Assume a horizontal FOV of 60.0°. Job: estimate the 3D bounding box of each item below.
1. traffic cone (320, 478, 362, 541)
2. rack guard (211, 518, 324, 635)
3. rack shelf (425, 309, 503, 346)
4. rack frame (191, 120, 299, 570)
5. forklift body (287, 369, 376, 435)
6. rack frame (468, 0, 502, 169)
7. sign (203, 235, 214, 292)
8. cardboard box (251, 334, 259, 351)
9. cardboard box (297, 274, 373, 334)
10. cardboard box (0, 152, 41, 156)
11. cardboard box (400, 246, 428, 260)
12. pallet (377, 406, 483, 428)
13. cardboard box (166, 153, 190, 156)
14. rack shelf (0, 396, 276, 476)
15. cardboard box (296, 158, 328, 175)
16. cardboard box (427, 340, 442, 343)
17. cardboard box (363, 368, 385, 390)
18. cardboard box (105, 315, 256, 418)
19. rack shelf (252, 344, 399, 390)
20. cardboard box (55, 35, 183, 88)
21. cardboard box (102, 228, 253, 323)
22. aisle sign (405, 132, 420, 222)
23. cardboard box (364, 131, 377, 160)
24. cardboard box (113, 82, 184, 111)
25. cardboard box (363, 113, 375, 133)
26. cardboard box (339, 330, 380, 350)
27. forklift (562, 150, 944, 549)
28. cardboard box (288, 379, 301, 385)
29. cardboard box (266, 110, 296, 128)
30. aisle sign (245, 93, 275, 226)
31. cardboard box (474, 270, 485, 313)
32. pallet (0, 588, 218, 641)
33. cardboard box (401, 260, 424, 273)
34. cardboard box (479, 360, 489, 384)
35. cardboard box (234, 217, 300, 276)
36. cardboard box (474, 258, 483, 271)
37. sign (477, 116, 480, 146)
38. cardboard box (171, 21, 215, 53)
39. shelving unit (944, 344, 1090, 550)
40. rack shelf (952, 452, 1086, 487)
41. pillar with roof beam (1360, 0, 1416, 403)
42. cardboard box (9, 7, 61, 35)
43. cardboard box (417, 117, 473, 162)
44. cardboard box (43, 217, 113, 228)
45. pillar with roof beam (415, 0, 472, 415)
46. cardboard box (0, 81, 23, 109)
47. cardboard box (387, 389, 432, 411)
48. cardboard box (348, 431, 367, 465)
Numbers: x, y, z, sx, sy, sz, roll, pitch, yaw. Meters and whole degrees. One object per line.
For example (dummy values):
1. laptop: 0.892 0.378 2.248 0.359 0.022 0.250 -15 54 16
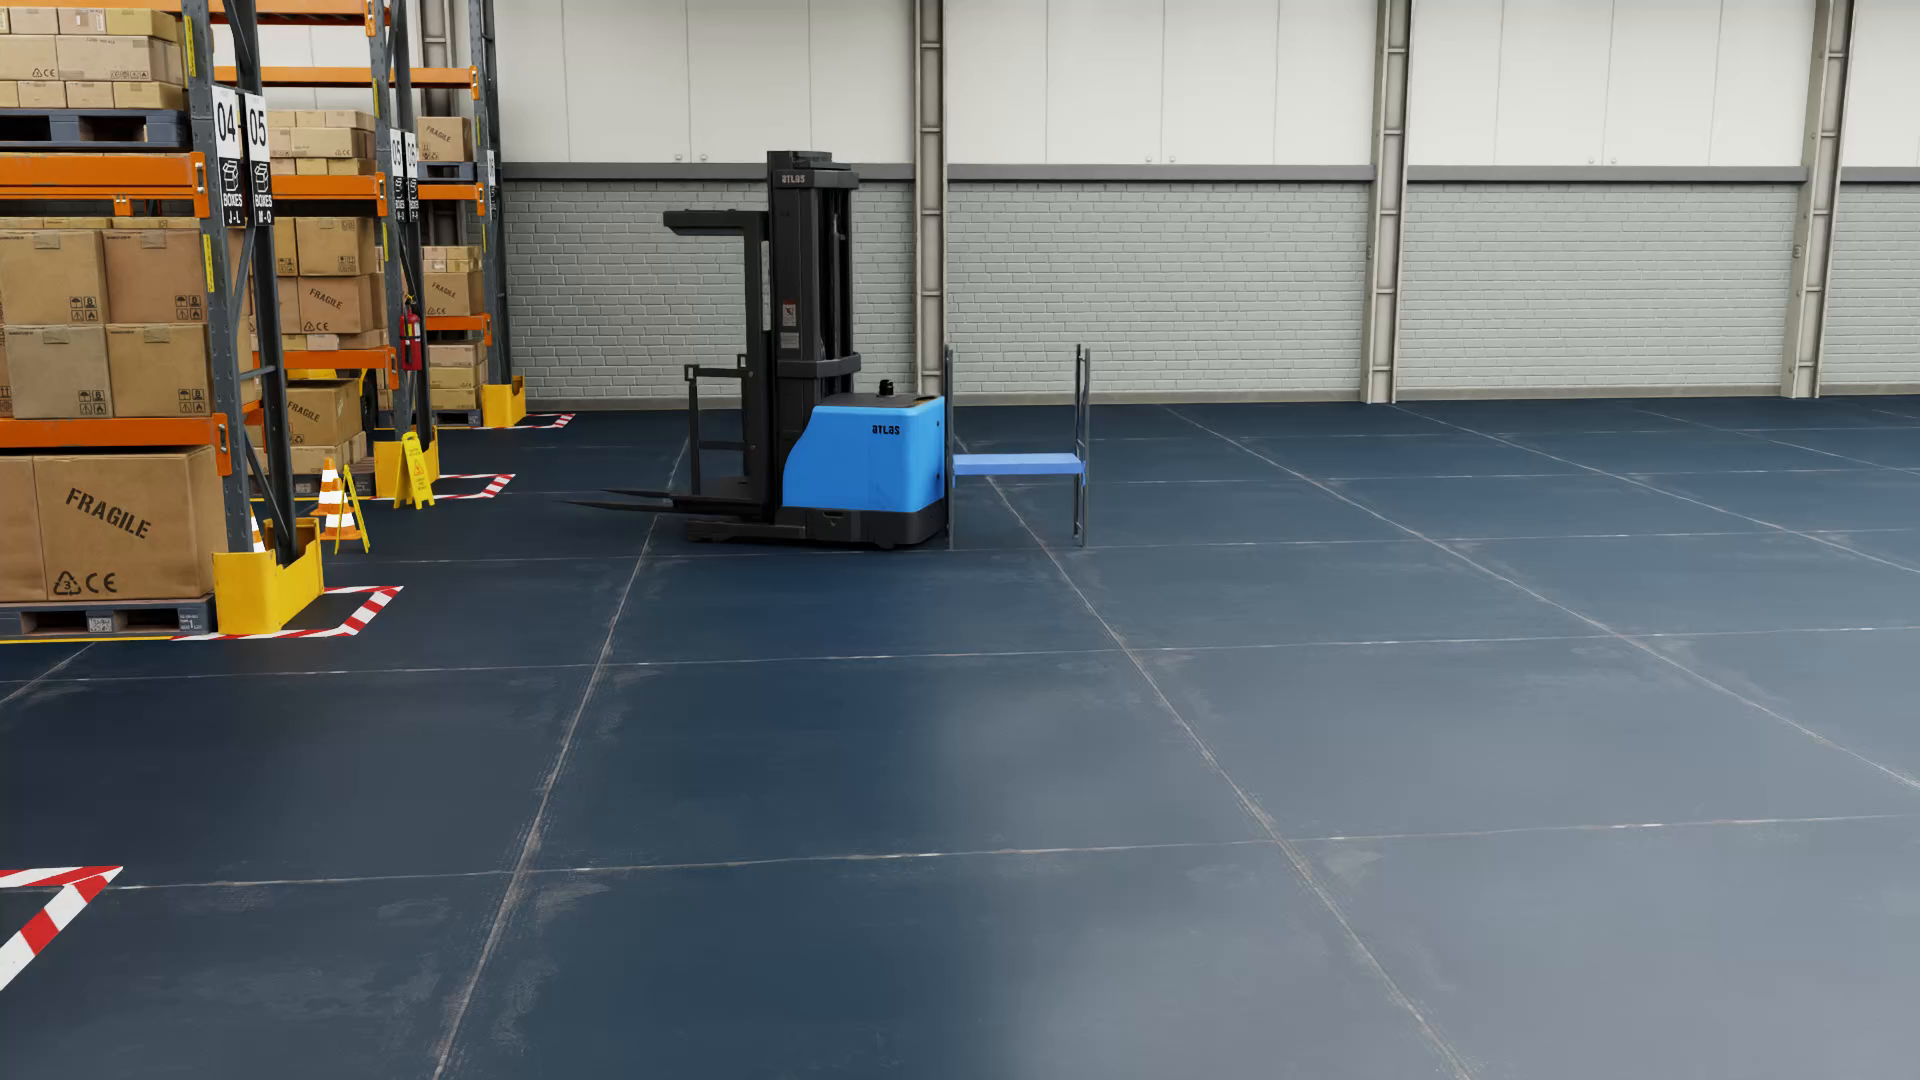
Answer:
1. traffic cone: -4.839 -0.255 12.964 0.334 0.463 0.336 -1 11 -6
2. rack guard: -4.350 0.212 10.496 0.348 0.500 1.175 -1 11 -6
3. rack shelf: -7.537 -2.519 19.769 4.000 0.370 1.077 -1 11 -6
4. rack frame: -4.374 -1.014 10.252 0.127 3.000 1.000 -1 11 -6
5. forklift body: -7.237 -2.108 18.013 1.214 2.155 2.313 -1 11 -6
6. rack frame: -5.549 -5.857 19.333 0.127 3.000 1.000 -1 11 -6
7. sign: -4.329 -1.594 9.587 0.005 0.325 0.100 -1 11 -6
8. cardboard box: -6.107 -1.751 14.648 0.250 0.149 0.380 -1 11 -5
9. cardboard box: -5.519 -2.092 14.705 0.500 0.500 0.500 -1 11 -7
10. cardboard box: -8.007 -3.392 14.186 0.500 0.250 0.500 -1 11 -7
11. cardboard box: -6.381 -3.357 19.457 0.250 0.149 0.380 -1 11 -5
12. pallet: -6.304 -1.521 20.059 1.213 0.211 1.003 -1 11 -6
13. cardboard box: -6.504 -3.422 14.338 0.500 0.250 0.500 -1 11 -4
14. rack shelf: -6.362 -0.620 10.110 4.000 0.370 1.077 -1 11 -6
15. cardboard box: -5.577 -3.238 14.436 0.250 0.149 0.380 -1 11 -6
16. cardboard box: -6.543 -2.276 20.117 0.500 0.250 0.500 -1 11 -6
17. cardboard box: -7.009 -1.922 19.614 0.500 0.250 0.500 -1 11 -7
18. cardboard box: -4.738 -1.072 10.154 0.550 0.550 0.875 -1 11 -6
19. rack shelf: -6.997 -1.567 14.928 4.000 0.370 1.077 -1 11 -6
20. cardboard box: -4.830 -2.750 9.574 0.500 0.250 0.500 -1 11 -5
21. cardboard box: -4.747 -1.618 10.132 0.550 0.550 0.875 -1 11 -6
22. aisle sign: -4.981 -3.298 15.128 0.004 0.787 0.394 -1 11 -6
23. cardboard box: -5.537 -3.546 14.973 0.500 0.250 0.500 -1 11 -7
24. cardboard box: -4.668 -2.546 9.571 0.250 0.149 0.380 -1 11 -6
25. cardboard box: -5.384 -3.733 14.889 0.250 0.149 0.380 -1 11 -6
26. cardboard box: -5.357 -1.790 14.846 0.250 0.149 0.380 -1 11 -4
27. forklift: -1.633 -1.509 12.945 3.031 2.935 1.130 3 12 16
28. cardboard box: -6.383 -1.210 15.344 0.500 0.500 0.500 -2 11 -8
29. cardboard box: -5.825 -3.631 14.369 0.250 0.149 0.380 -1 11 -7
30. aisle sign: -4.336 -2.349 10.302 0.004 0.787 0.394 -1 11 -6
31. cardboard box: -6.071 -3.005 20.120 0.500 0.500 0.500 -1 11 -4
32. pallet: -5.160 0.386 10.360 1.213 0.211 1.003 -1 11 -6
33. cardboard box: -6.378 -3.215 19.506 0.250 0.149 0.380 -1 11 -5
34. cardboard box: -6.038 -2.046 20.241 0.500 0.250 0.500 -1 11 -5
35. cardboard box: -5.997 -2.586 14.622 0.500 0.500 0.700 -1 11 -6
36. cardboard box: -5.914 -3.323 20.057 0.250 0.149 0.380 -1 11 -8
37. sign: -5.504 -4.677 19.014 0.005 0.325 0.100 -1 11 -6
38. cardboard box: -4.740 -3.063 10.135 0.250 0.149 0.380 -1 11 -5
39. shelving unit: 0.420 -0.716 12.623 1.048 1.500 0.538 -1 11 -5
40. rack shelf: 0.420 -0.540 12.658 1.000 0.185 0.538 -1 11 -5
41. pillar with roof beam: 6.057 -5.440 17.210 0.400 9.000 9.100 -1 11 -6
42. cardboard box: -5.175 -2.927 9.441 0.250 0.149 0.380 -1 11 -5
43. cardboard box: -5.962 -4.633 19.278 0.500 0.500 0.500 -1 11 -4
44. cardboard box: -7.512 -2.543 14.406 0.500 0.500 0.700 -1 11 -7
45. pillar with roof beam: -5.873 -5.190 15.939 0.400 9.000 9.100 -1 11 -6
46. cardboard box: -5.425 -2.530 9.491 0.250 0.149 0.380 -1 11 -6
47. cardboard box: -6.477 -1.691 19.735 0.500 0.250 0.500 -1 11 -6
48. cardboard box: -5.841 -0.855 15.479 0.500 0.250 0.500 -1 11 -7
